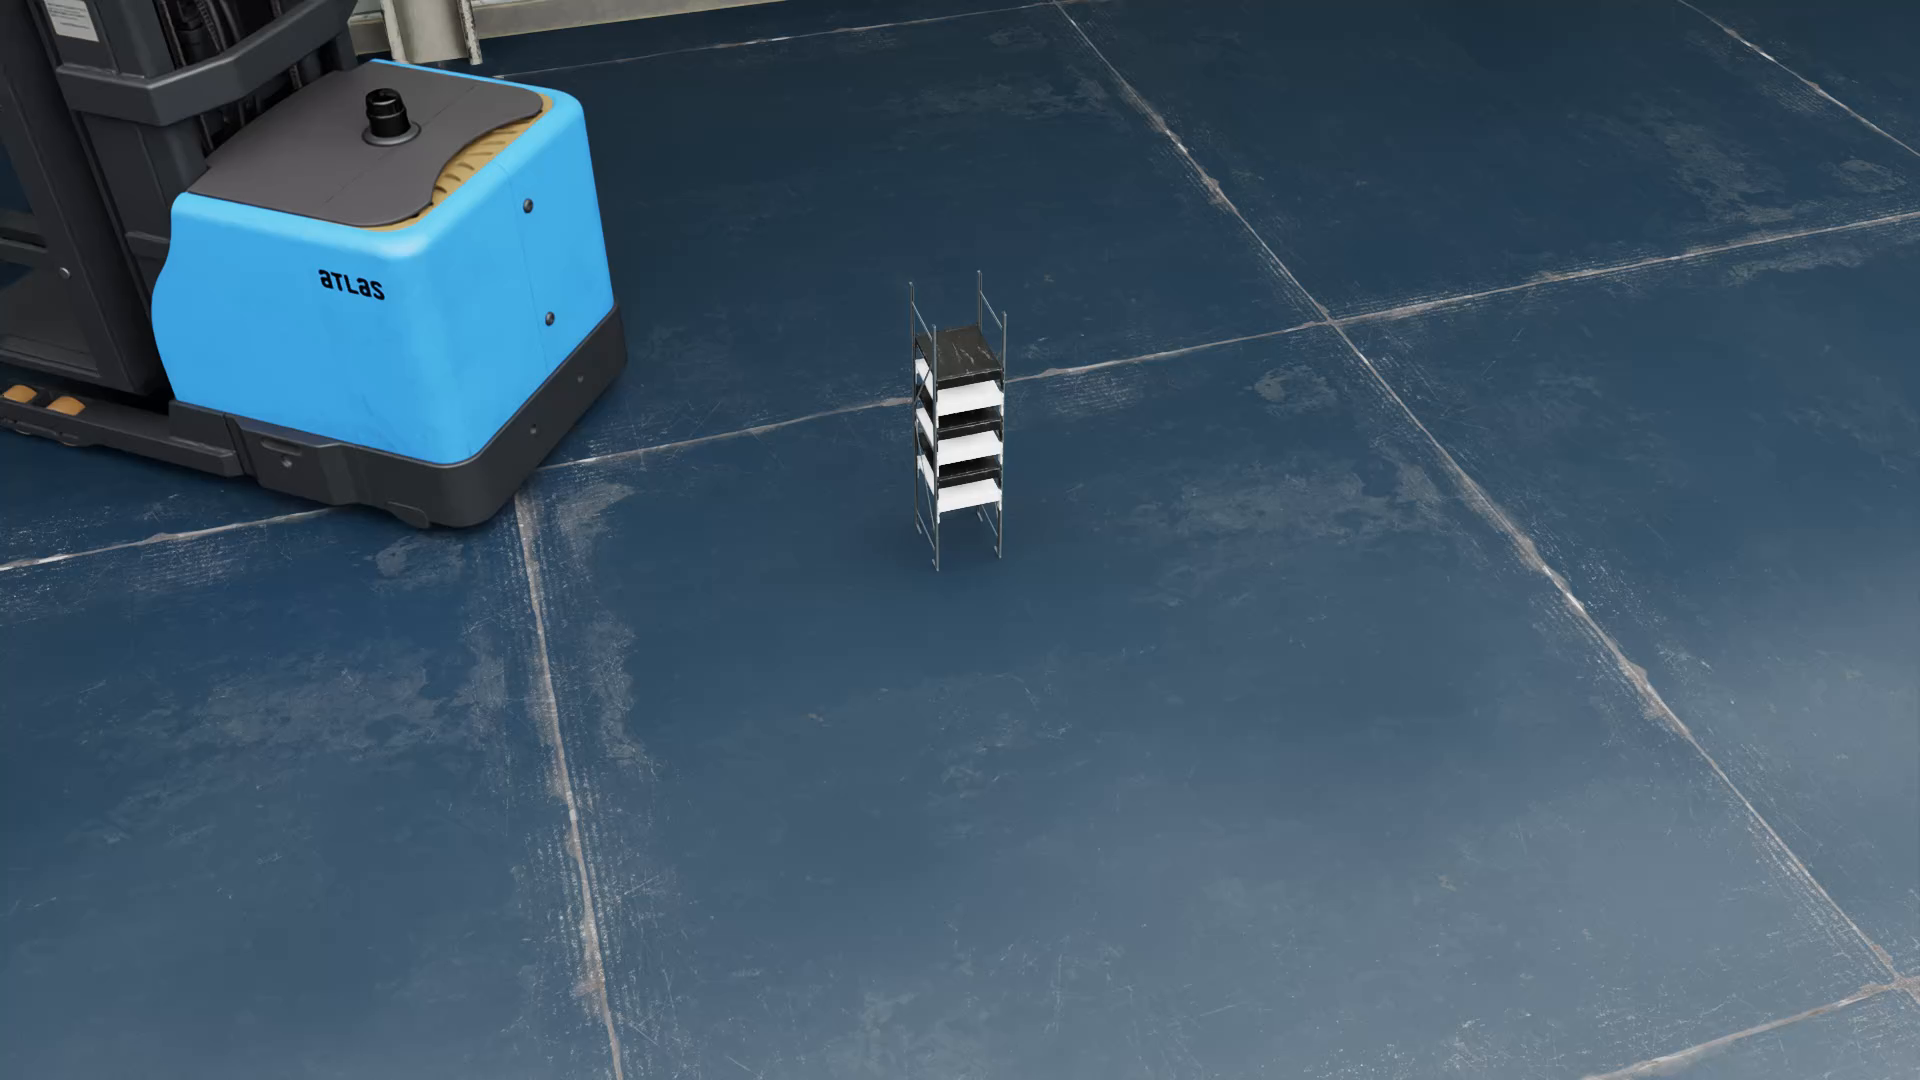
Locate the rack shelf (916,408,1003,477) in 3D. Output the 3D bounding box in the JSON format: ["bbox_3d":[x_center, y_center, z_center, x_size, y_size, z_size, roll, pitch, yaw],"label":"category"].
[{"bbox_3d":[-0.008,-0.312,4.974,0.200,0.077,0.258,-12,42,-13],"label":"rack shelf"}]

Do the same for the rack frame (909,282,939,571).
[{"bbox_3d":[-0.105,-0.317,4.929,0.006,0.900,0.240,-12,42,-13],"label":"rack frame"}]

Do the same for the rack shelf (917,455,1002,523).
[{"bbox_3d":[-0.008,-0.177,5.092,0.200,0.077,0.258,-12,42,-13],"label":"rack shelf"}]

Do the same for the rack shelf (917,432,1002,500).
[{"bbox_3d":[-0.008,-0.244,5.033,0.200,0.077,0.258,-12,42,-13],"label":"rack shelf"}]

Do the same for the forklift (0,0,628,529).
[{"bbox_3d":[-2.744,-1.732,5.004,3.031,2.935,1.130,13,43,15],"label":"forklift"}]

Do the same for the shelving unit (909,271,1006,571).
[{"bbox_3d":[-0.008,-0.337,4.952,0.210,0.900,0.258,-12,42,-13],"label":"shelving unit"}]

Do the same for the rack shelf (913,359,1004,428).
[{"bbox_3d":[-0.008,-0.448,4.856,0.200,0.077,0.258,-12,42,-13],"label":"rack shelf"}]

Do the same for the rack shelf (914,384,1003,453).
[{"bbox_3d":[-0.008,-0.380,4.915,0.200,0.077,0.258,-12,42,-13],"label":"rack shelf"}]

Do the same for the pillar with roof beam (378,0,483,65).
[{"bbox_3d":[-1.184,-2.985,1.827,0.400,9.000,9.100,-12,42,-13],"label":"pillar with roof beam"}]

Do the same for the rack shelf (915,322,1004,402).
[{"bbox_3d":[-0.008,-0.516,4.796,0.200,0.077,0.258,-12,42,-13],"label":"rack shelf"}]

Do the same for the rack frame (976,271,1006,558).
[{"bbox_3d":[0.089,-0.357,4.975,0.006,0.900,0.240,-12,42,-13],"label":"rack frame"}]
